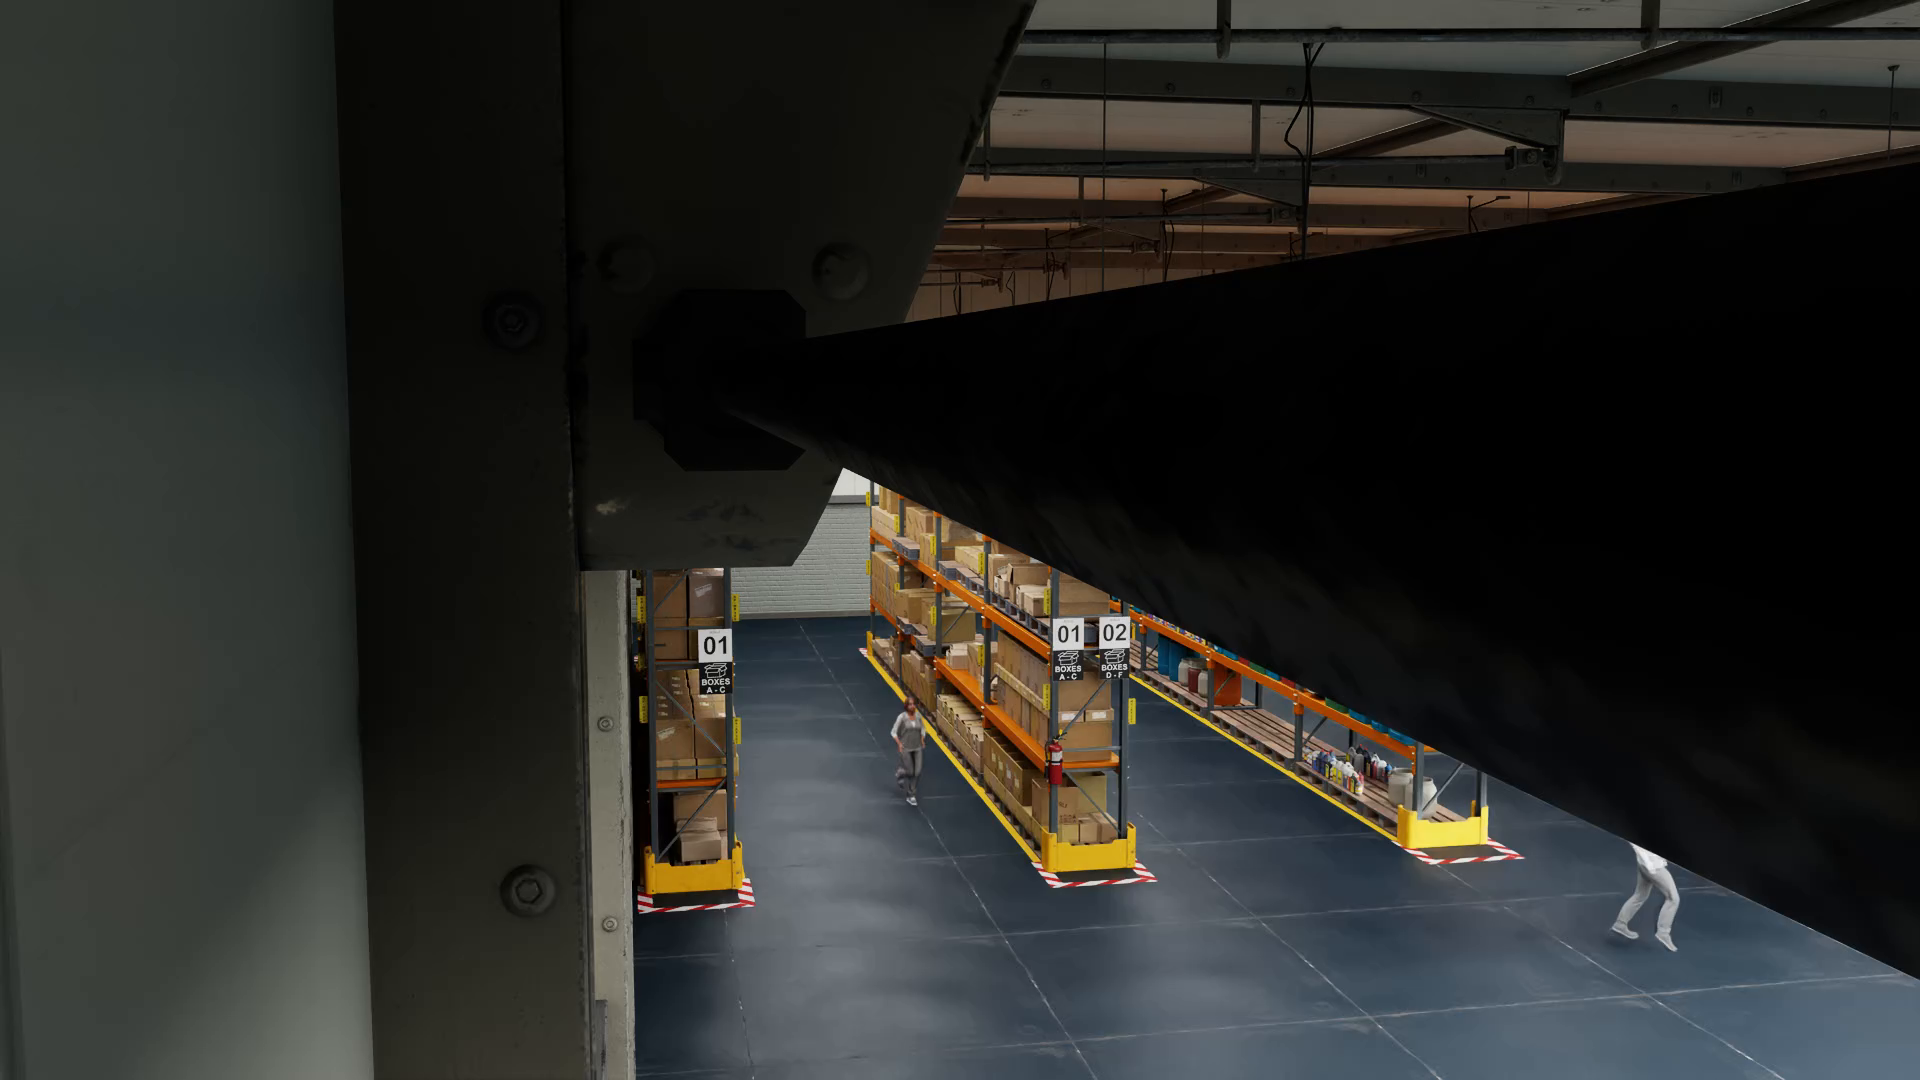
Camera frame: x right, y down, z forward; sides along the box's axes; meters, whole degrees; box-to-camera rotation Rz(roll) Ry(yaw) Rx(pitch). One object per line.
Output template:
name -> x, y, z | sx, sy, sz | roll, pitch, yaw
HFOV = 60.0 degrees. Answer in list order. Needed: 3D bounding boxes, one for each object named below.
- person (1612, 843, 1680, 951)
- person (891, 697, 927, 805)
person -> 7.543, 3.601, 18.143 | 0.744, 1.753, 0.578 | 1, 6, 12
person -> -0.732, 3.043, 24.179 | 0.537, 1.558, 0.549 | -2, 6, -22
